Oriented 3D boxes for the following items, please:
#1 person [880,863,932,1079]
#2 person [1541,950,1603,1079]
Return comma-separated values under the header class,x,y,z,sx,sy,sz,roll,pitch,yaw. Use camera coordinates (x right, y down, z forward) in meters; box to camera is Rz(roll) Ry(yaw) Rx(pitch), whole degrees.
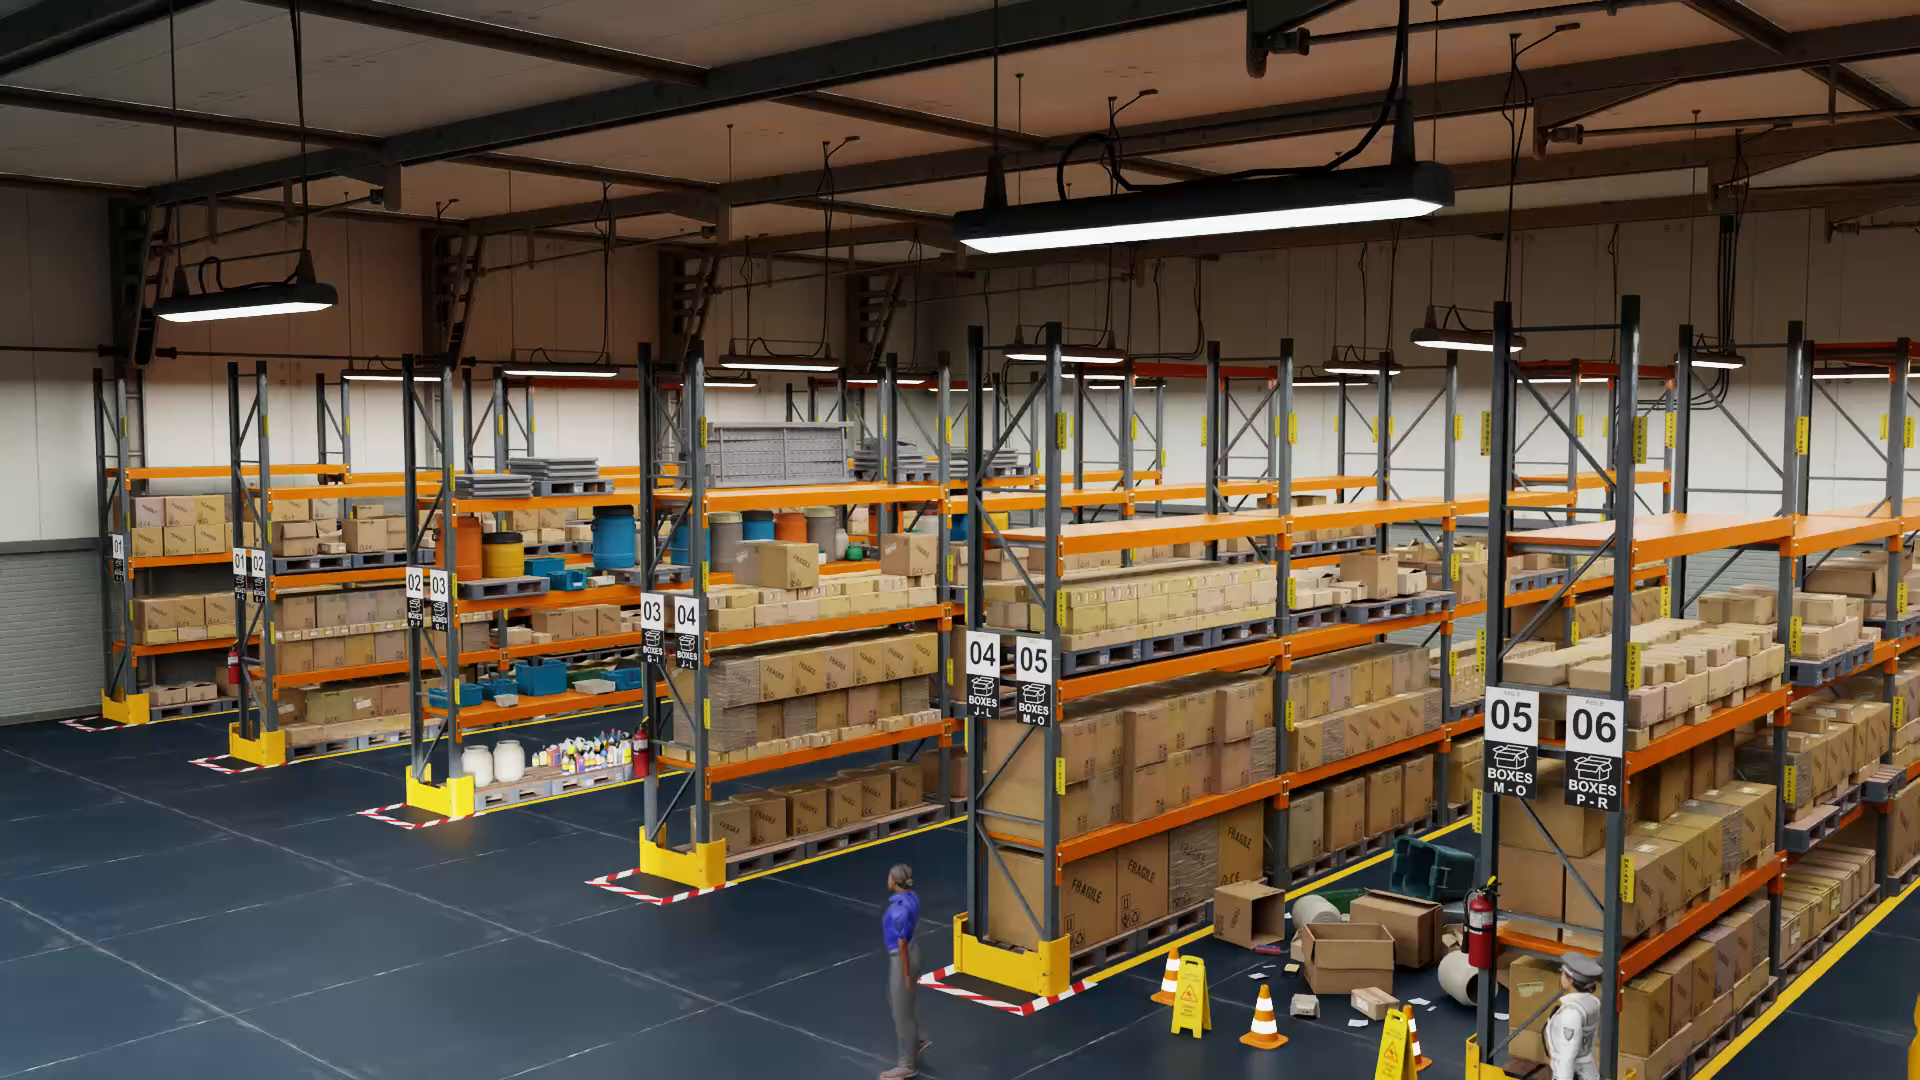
class,x,y,z,sx,sy,sz,roll,pitch,yaw
person,-0.428,3.365,13.102,0.382,1.678,0.559,1,4,7
person,4.019,3.518,10.799,0.510,1.686,0.448,1,4,12
